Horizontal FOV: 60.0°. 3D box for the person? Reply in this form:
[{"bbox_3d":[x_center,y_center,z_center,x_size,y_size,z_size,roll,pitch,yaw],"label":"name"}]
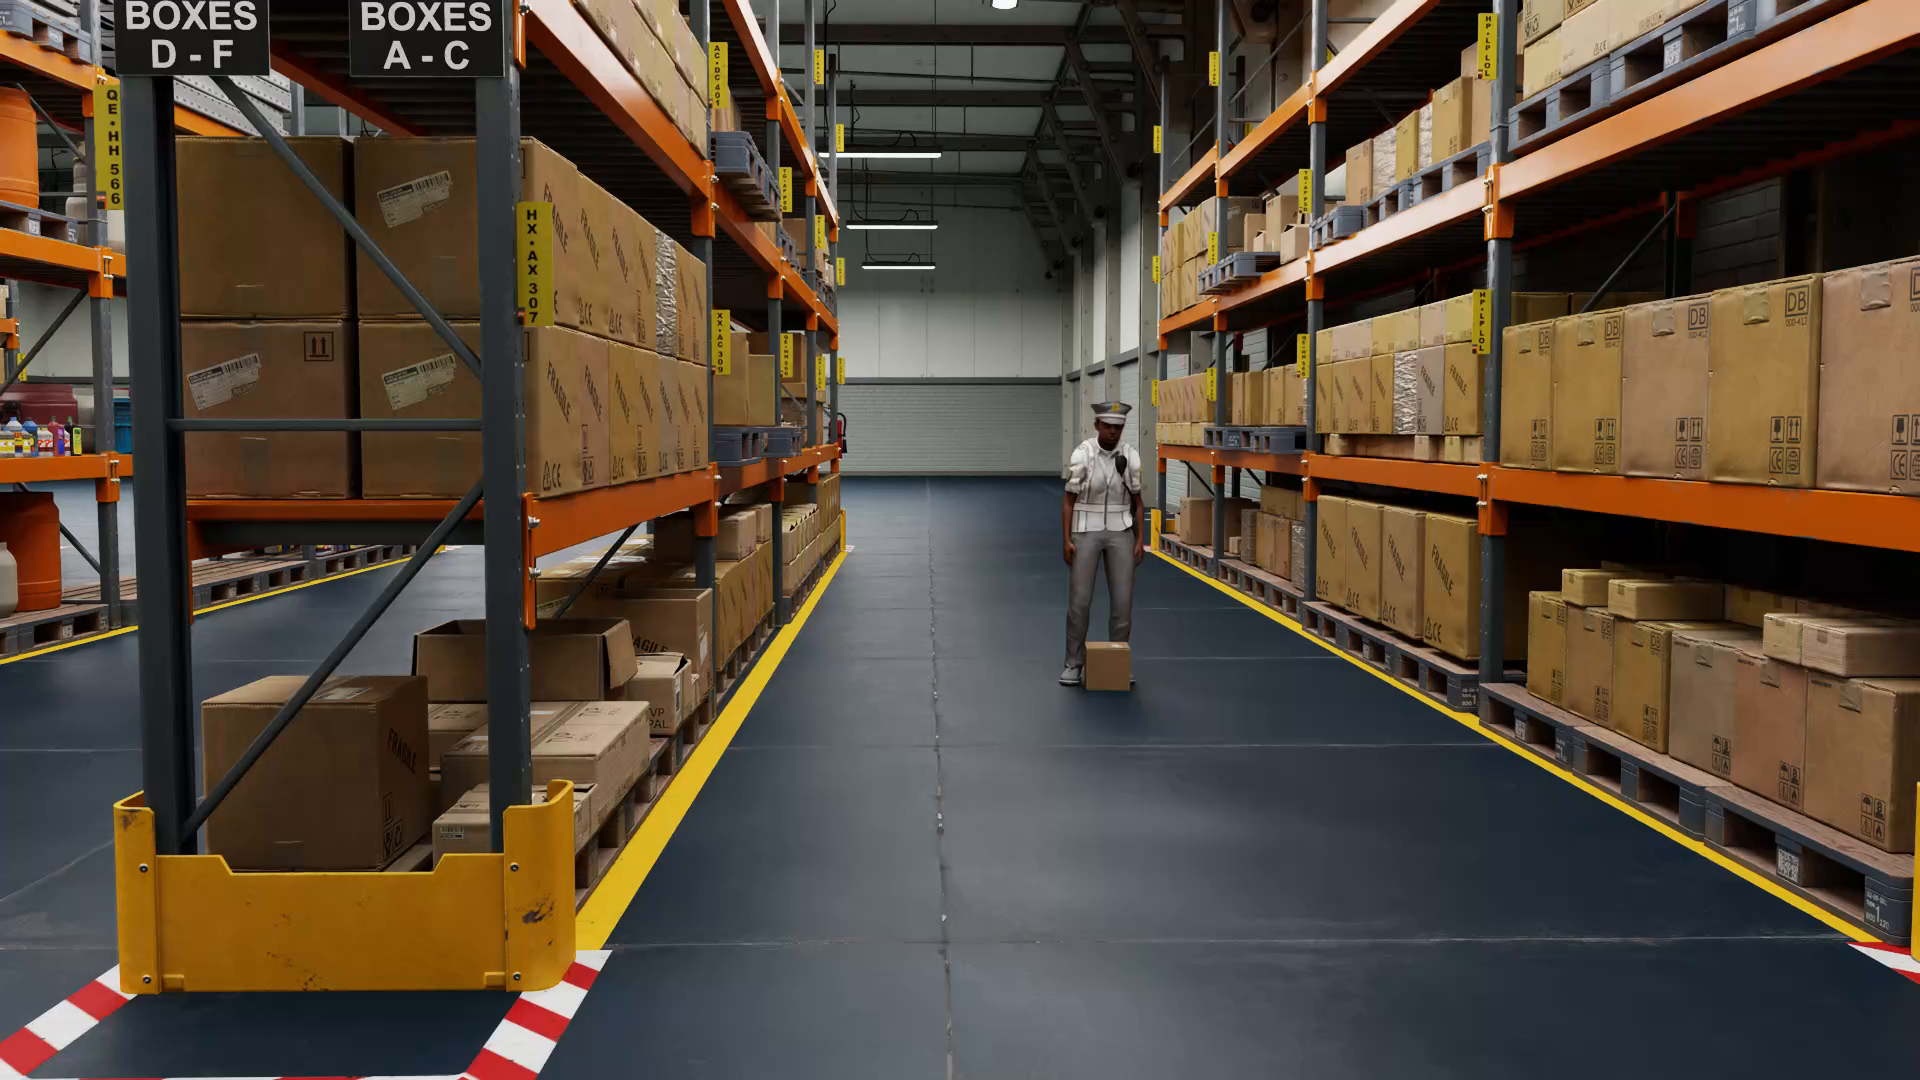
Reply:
[{"bbox_3d":[0.836,0.013,9.812,0.521,1.657,0.395,0,4,-4],"label":"person"}]
